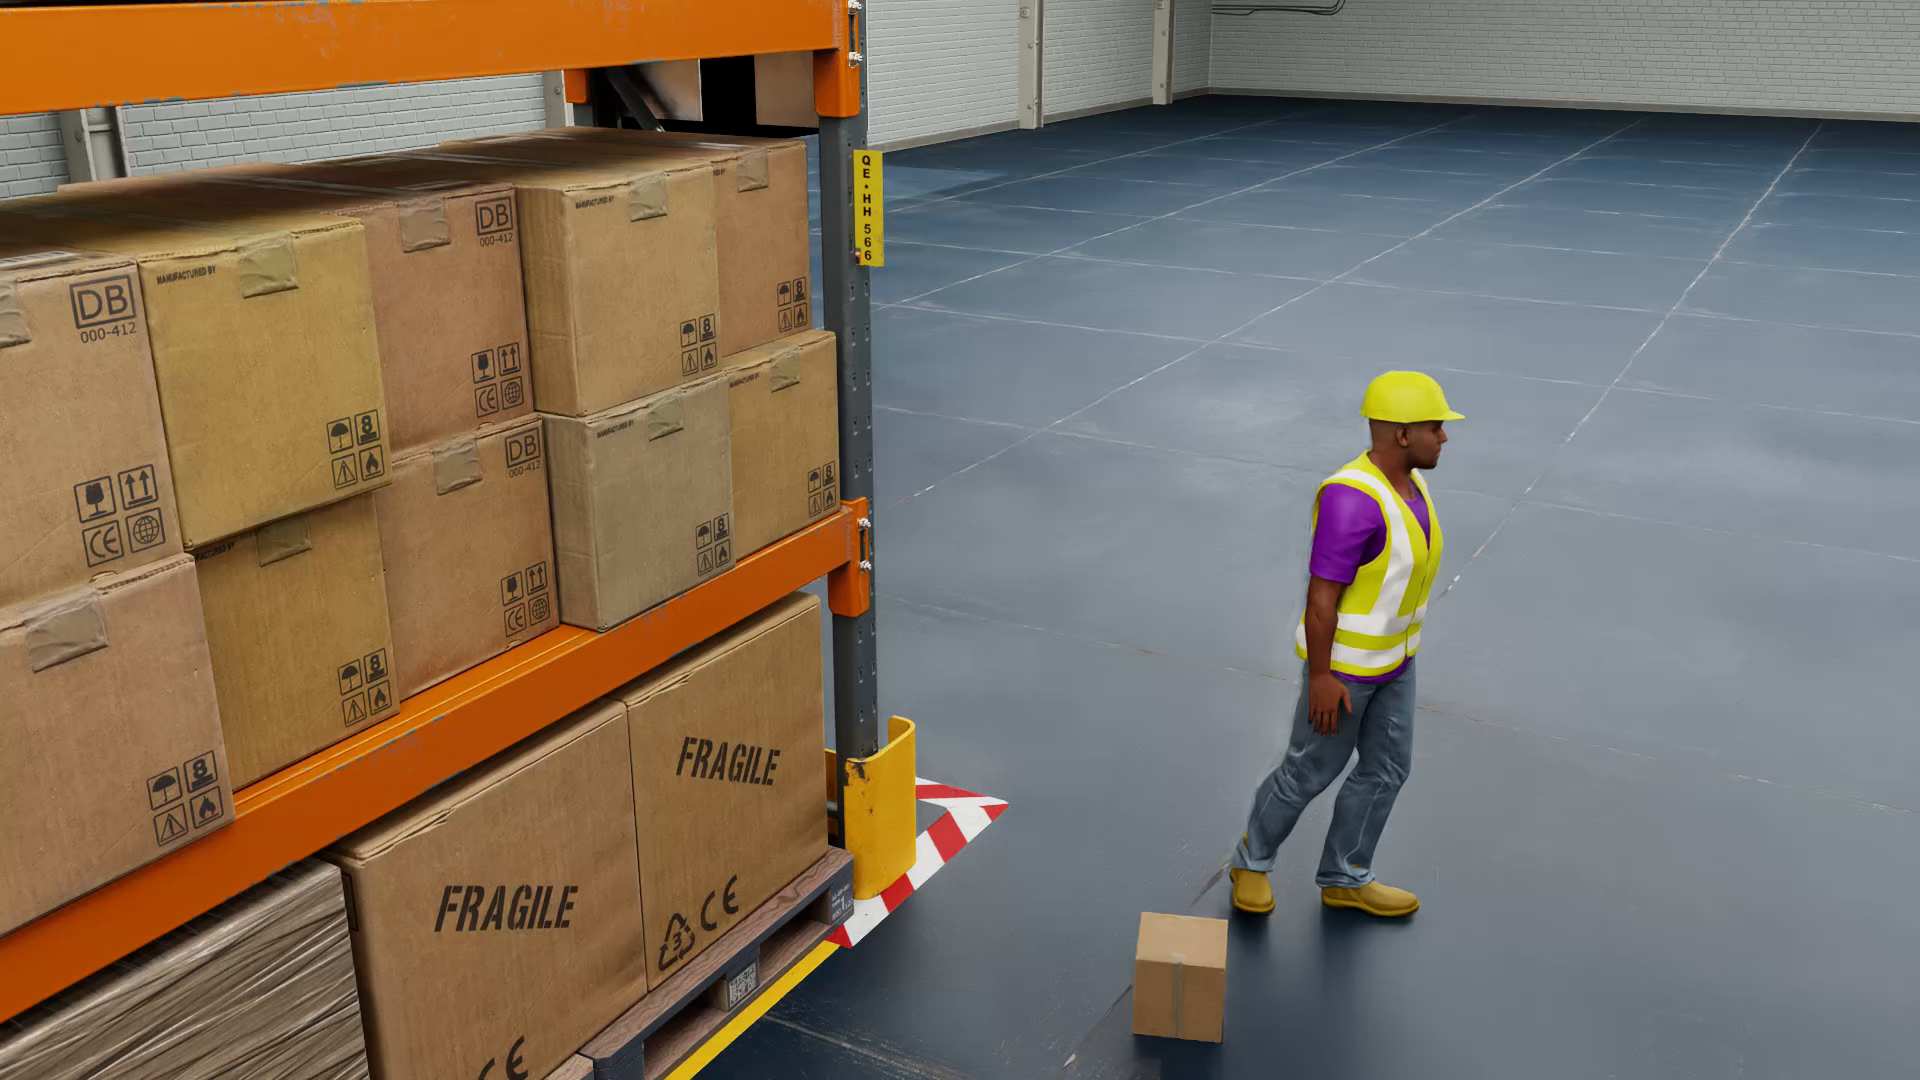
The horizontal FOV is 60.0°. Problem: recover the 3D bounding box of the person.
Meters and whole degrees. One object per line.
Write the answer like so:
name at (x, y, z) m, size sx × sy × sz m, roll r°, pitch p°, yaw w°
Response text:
person at (1.166, 0.338, 5.076) m, size 0.560 × 1.756 × 0.602 m, roll 15°, pitch 24°, yaw 36°
